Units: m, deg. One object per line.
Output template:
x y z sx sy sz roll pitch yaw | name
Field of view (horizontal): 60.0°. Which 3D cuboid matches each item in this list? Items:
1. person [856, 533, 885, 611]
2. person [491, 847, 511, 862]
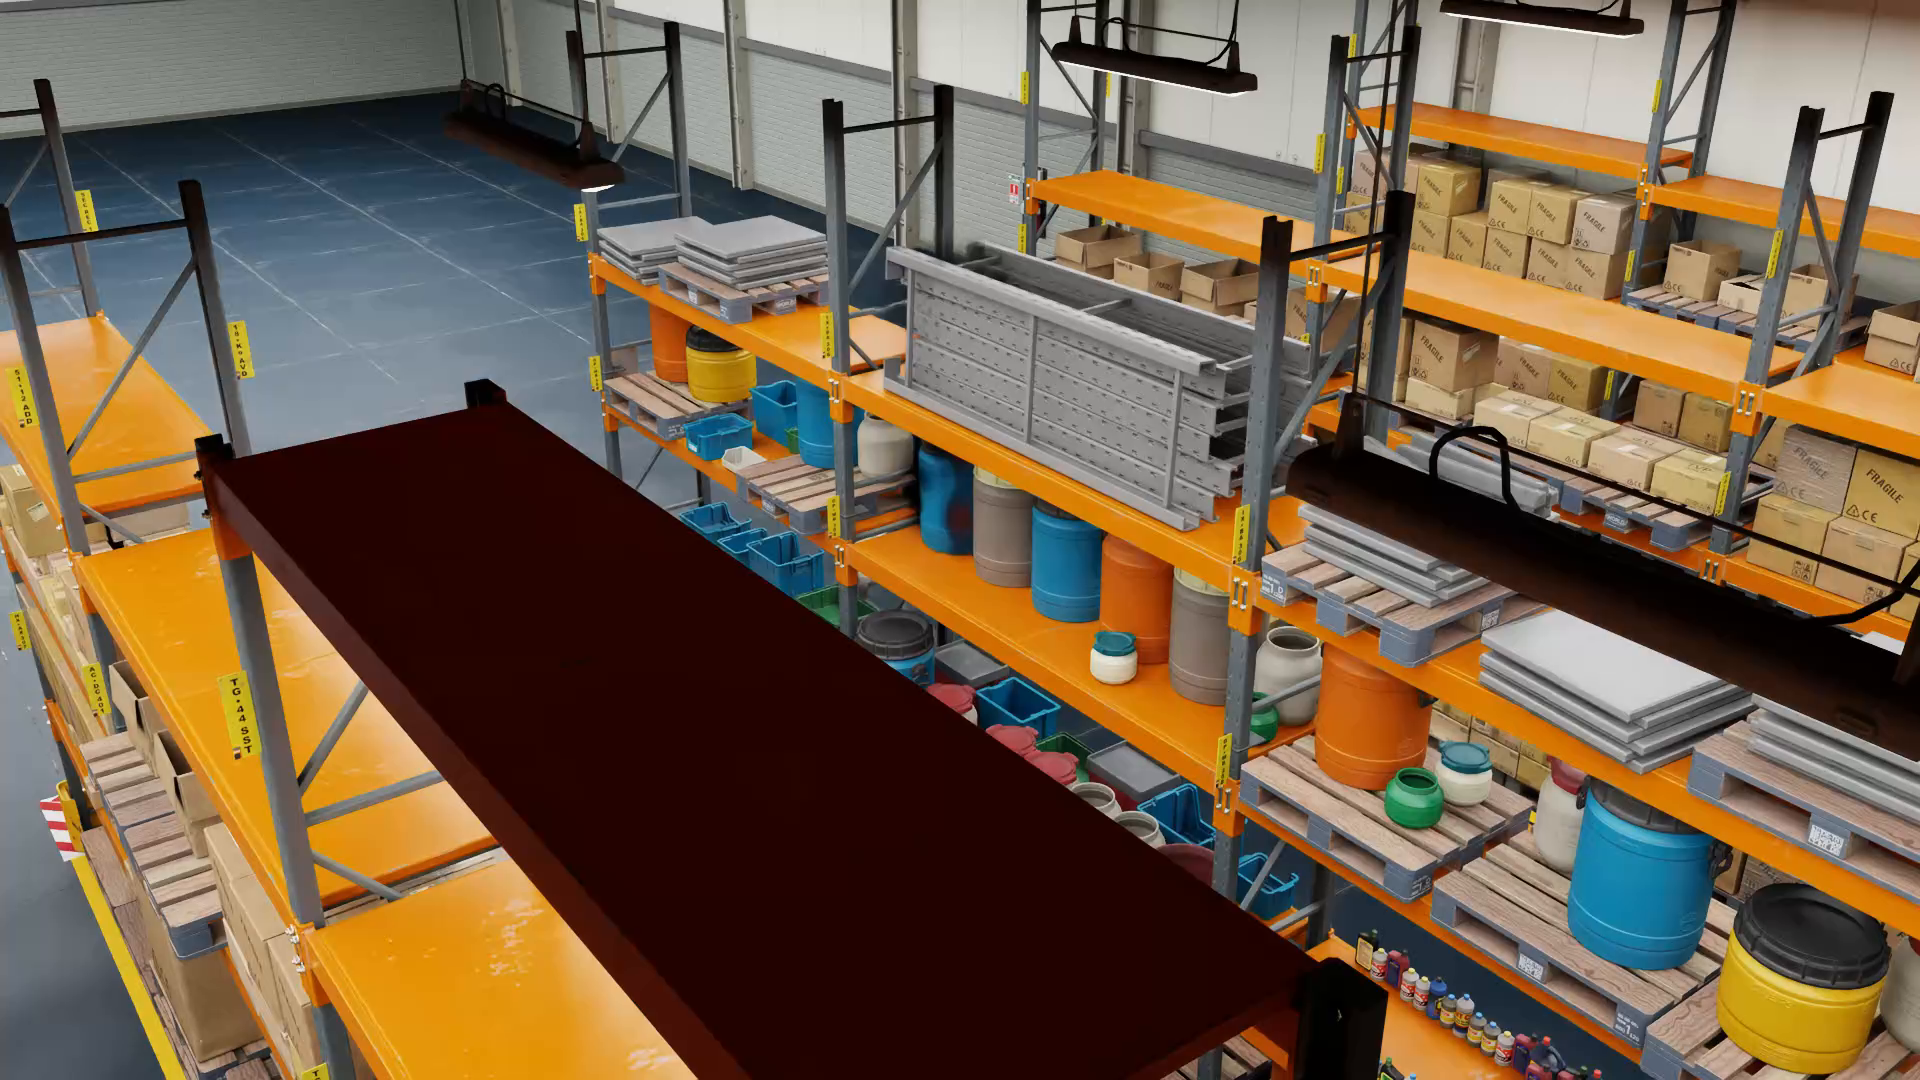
-0.897 0.341 16.332 0.522 1.628 0.618 20 32 37 | person
-3.336 2.403 11.675 0.658 1.751 0.716 -21 32 -38 | person
